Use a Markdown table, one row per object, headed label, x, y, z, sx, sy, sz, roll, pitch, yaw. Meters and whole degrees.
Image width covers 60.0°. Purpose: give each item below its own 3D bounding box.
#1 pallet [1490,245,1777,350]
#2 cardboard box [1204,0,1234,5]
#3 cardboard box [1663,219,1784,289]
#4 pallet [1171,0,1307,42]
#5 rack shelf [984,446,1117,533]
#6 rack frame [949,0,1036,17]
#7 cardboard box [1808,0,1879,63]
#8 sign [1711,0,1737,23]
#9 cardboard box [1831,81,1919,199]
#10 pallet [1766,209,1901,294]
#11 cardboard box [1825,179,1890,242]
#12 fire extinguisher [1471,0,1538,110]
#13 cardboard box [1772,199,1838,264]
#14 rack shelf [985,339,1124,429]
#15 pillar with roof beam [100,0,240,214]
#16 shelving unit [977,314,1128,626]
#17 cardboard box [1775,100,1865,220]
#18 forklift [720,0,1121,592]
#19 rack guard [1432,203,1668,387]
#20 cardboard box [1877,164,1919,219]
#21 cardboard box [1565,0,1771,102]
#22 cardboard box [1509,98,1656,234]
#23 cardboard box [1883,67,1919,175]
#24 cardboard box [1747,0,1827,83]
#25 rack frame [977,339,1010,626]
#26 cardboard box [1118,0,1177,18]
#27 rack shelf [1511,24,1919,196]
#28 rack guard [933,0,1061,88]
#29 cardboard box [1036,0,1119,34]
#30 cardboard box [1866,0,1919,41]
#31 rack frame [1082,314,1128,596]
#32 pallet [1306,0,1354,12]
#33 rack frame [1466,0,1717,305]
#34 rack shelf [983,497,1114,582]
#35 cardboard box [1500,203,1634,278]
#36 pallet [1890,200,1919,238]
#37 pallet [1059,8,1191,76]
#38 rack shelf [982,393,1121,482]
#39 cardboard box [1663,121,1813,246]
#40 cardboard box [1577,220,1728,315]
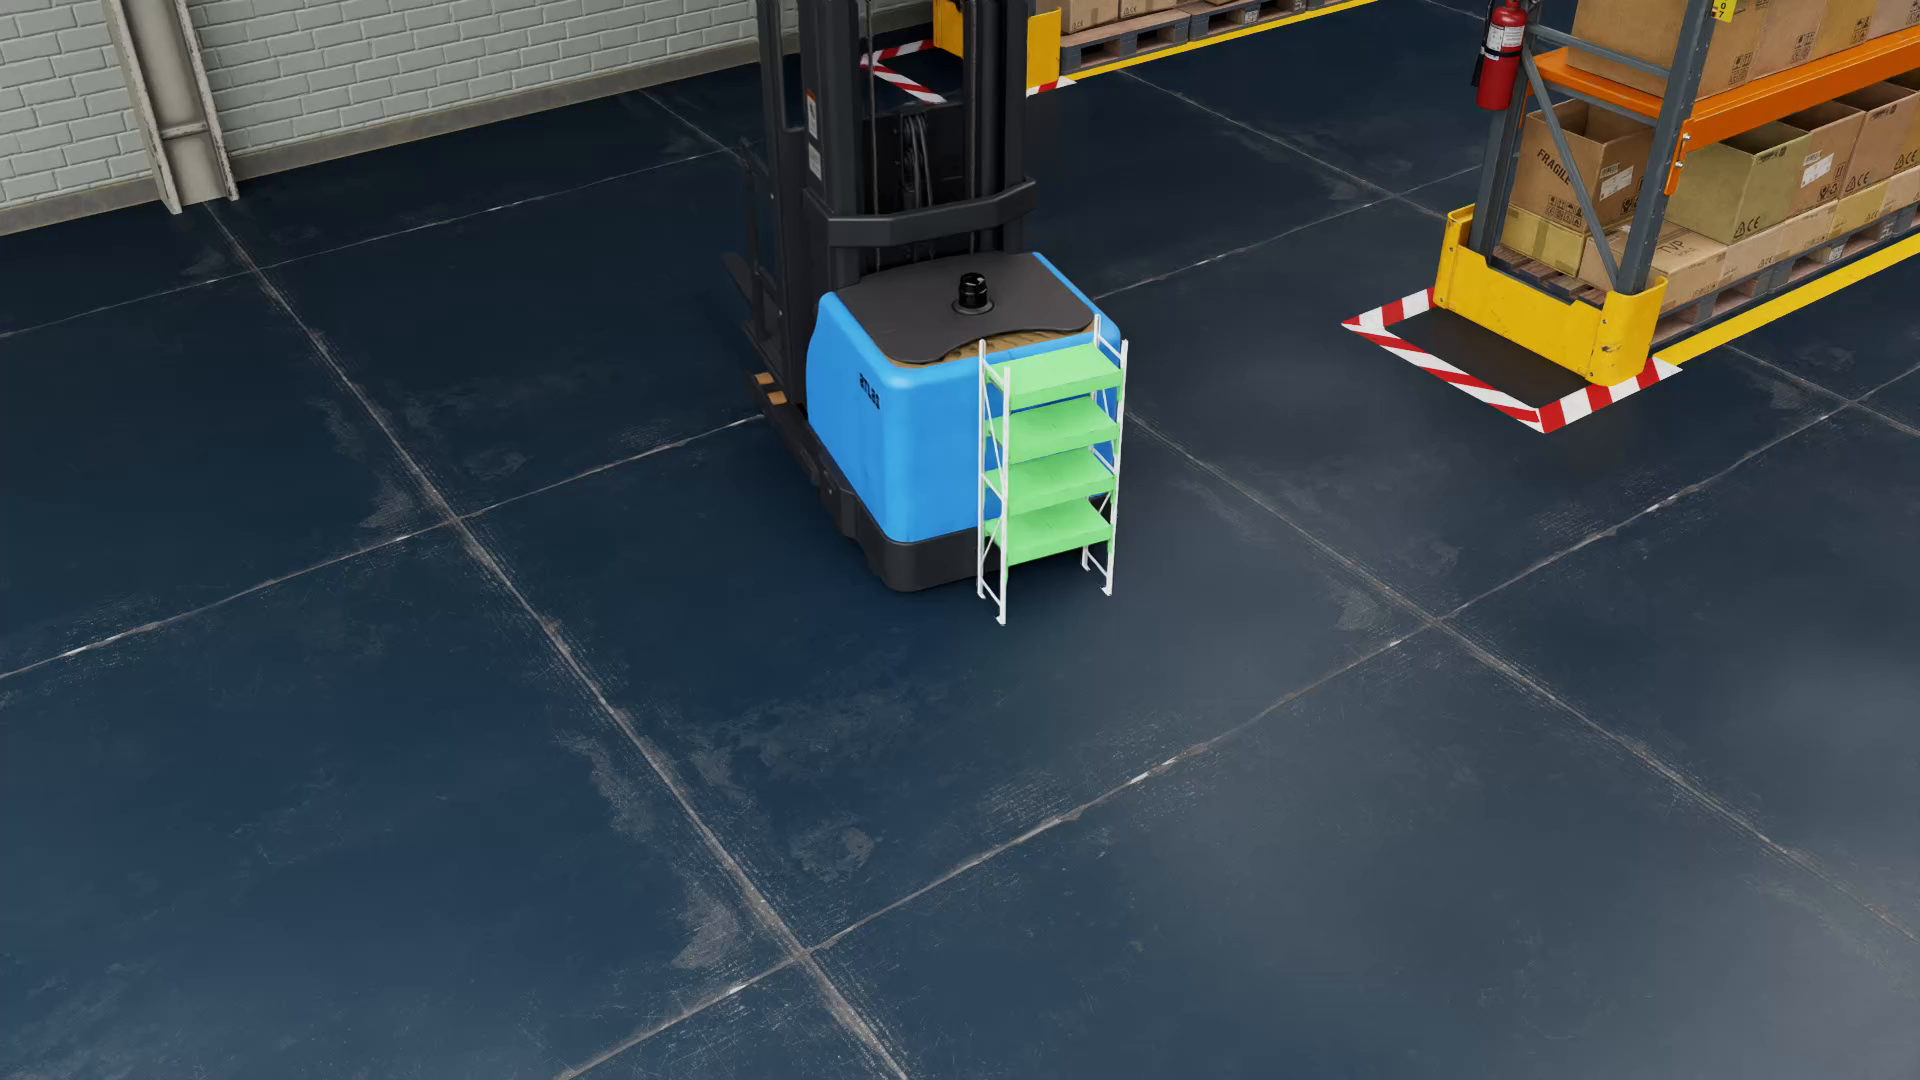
| label | x | y | z | sx | sy | sz | roll | pitch | yaw |
| --- | --- | --- | --- | --- | --- | --- | --- | --- | --- |
| pallet | 3.646 | -1.460 | 9.099 | 1.213 | 0.211 | 1.003 | -22 | 41 | -28 |
| cardboard box | 1.901 | -4.446 | 12.626 | 0.500 | 0.500 | 0.700 | -25 | 43 | -31 |
| cardboard box | 4.019 | -1.613 | 8.919 | 0.500 | 0.250 | 0.500 | -22 | 41 | -28 |
| pallet | 1.932 | -4.235 | 12.958 | 1.213 | 0.211 | 1.003 | -22 | 41 | -28 |
| rack shelf | 0.351 | -0.208 | 6.622 | 0.480 | 0.148 | 0.258 | -14 | 38 | -19 |
| rack frame | 0.189 | -4.677 | 11.185 | 0.127 | 3.000 | 1.000 | -22 | 41 | -28 |
| cardboard box | 4.270 | -2.849 | 8.557 | 0.500 | 0.500 | 0.700 | -22 | 41 | -28 |
| sign | 3.360 | -2.431 | 7.252 | 0.005 | 0.325 | 0.100 | -22 | 41 | -28 |
| cardboard box | 4.840 | -2.251 | 9.163 | 0.500 | 0.500 | 0.500 | -22 | 41 | -28 |
| pallet | 4.643 | -1.868 | 9.666 | 1.213 | 0.211 | 1.003 | -22 | 41 | -28 |
| cardboard box | 4.839 | -1.947 | 9.383 | 0.500 | 0.250 | 0.500 | -22 | 41 | -28 |
| fire extinguisher | 2.681 | -2.465 | 8.175 | 0.183 | 0.674 | 0.296 | -22 | 41 | -28 |
| cardboard box | 4.427 | -1.781 | 9.152 | 0.500 | 0.250 | 0.500 | -22 | 41 | -28 |
| rack shelf | 0.351 | -0.598 | 6.341 | 0.480 | 0.148 | 0.258 | -14 | 38 | -19 |
| pillar with roof beam | -2.162 | -3.688 | 4.671 | 0.400 | 9.000 | 9.100 | -22 | 41 | -28 |
| shelving unit | 0.351 | -0.260 | 6.584 | 0.503 | 1.200 | 0.258 | -14 | 38 | -19 |
| cardboard box | 4.421 | -2.091 | 8.941 | 0.500 | 0.500 | 0.500 | -22 | 41 | -28 |
| forklift | -0.392 | -1.831 | 7.285 | 1.130 | 2.935 | 3.031 | -14 | 38 | -19 |
| rack guard | 3.026 | -1.292 | 8.618 | 0.348 | 0.500 | 1.175 | -22 | 41 | -28 |
| cardboard box | 5.247 | -2.115 | 9.617 | 0.500 | 0.250 | 0.500 | -22 | 41 | -28 |
| cardboard box | 3.434 | -2.506 | 8.080 | 0.500 | 0.500 | 0.700 | -22 | 41 | -28 |
| cardboard box | 3.312 | -1.996 | 8.809 | 0.500 | 0.500 | 0.500 | -22 | 41 | -28 |
| cardboard box | 5.240 | -2.426 | 9.407 | 0.500 | 0.500 | 0.500 | -22 | 41 | -28 |
| cardboard box | 3.861 | -2.685 | 8.329 | 0.500 | 0.500 | 0.700 | -21 | 41 | -27 |
| rack frame | 0.128 | -0.203 | 6.504 | 0.015 | 1.200 | 0.240 | -14 | 38 | -19 |
| cardboard box | 1.272 | -4.146 | 12.372 | 0.500 | 0.311 | 0.500 | -19 | 40 | -24 |
| rack shelf | 4.680 | -2.695 | 9.044 | 4.000 | 0.370 | 1.077 | -22 | 41 | -28 |
| rack guard | 0.251 | -3.688 | 11.950 | 0.348 | 0.500 | 1.175 | -22 | 41 | -28 |
| cardboard box | 0.806 | -3.954 | 12.105 | 0.500 | 0.311 | 0.500 | -28 | 44 | -33 |
| cardboard box | 4.698 | -3.028 | 8.806 | 0.500 | 0.500 | 0.700 | -21 | 41 | -27 |
| rack frame | 0.574 | -0.318 | 6.664 | 0.015 | 1.200 | 0.240 | -14 | 38 | -19 |
| pallet | 2.930 | -4.648 | 13.532 | 1.213 | 0.211 | 1.003 | -22 | 41 | -28 |
| rack frame | 3.045 | -2.314 | 7.899 | 0.127 | 3.000 | 1.000 | -22 | 41 | -28 |
| rack shelf | 0.351 | -0.014 | 6.762 | 0.480 | 0.148 | 0.258 | -14 | 38 | -19 |
| cardboard box | 3.314 | -1.690 | 9.026 | 0.500 | 0.250 | 0.500 | -22 | 41 | -28 |
| pallet | 5.641 | -2.280 | 10.240 | 1.213 | 0.211 | 1.003 | -22 | 41 | -28 |
| pallet | 0.935 | -3.827 | 12.391 | 1.213 | 0.211 | 1.003 | -22 | 41 | -28 |
| rack shelf | 0.351 | -0.403 | 6.481 | 0.480 | 0.148 | 0.258 | -14 | 38 | -19 |
| cardboard box | 4.020 | -1.916 | 8.699 | 0.500 | 0.500 | 0.500 | -22 | 41 | -28 |
| cardboard box | 3.612 | -1.443 | 8.682 | 0.500 | 0.250 | 0.500 | -22 | 41 | -28 |
